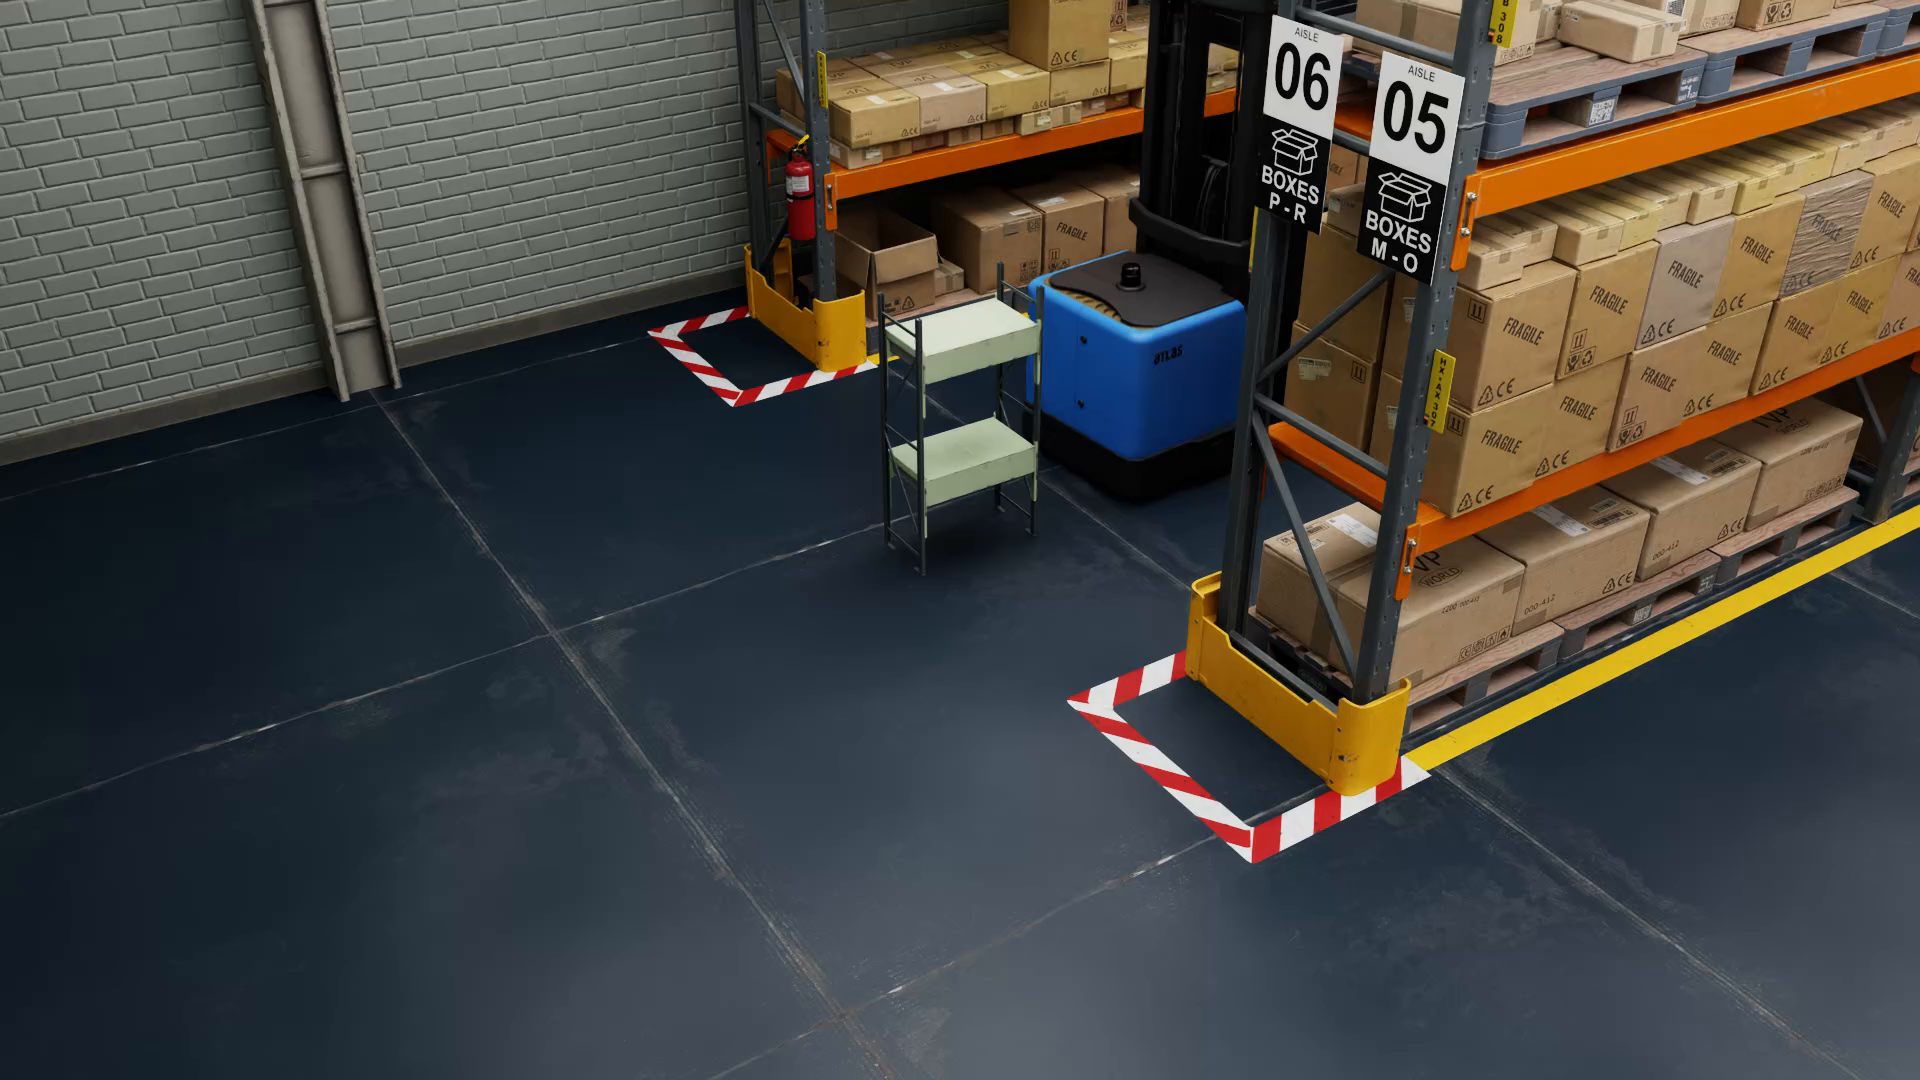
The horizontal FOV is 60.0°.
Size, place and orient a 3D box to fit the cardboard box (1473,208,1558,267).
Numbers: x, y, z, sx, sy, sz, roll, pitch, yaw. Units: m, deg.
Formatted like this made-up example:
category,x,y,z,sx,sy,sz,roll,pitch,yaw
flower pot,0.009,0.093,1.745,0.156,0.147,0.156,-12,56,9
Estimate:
category,x,y,z,sx,sy,sz,roll,pitch,yaw
cardboard box,2.197,-1.253,6.786,0.250,0.149,0.380,-18,36,-26

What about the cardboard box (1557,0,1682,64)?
category,x,y,z,sx,sy,sz,roll,pitch,yaw
cardboard box,2.606,-2.021,6.579,0.250,0.149,0.380,-18,36,-26

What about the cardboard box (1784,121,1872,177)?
category,x,y,z,sx,sy,sz,roll,pitch,yaw
cardboard box,3.953,-1.826,7.695,0.250,0.149,0.380,-19,37,-28

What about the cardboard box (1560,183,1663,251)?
category,x,y,z,sx,sy,sz,roll,pitch,yaw
cardboard box,2.689,-1.361,6.957,0.250,0.149,0.380,-20,37,-29

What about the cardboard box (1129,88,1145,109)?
category,x,y,z,sx,sy,sz,roll,pitch,yaw
cardboard box,1.258,-3.175,11.708,0.250,0.149,0.380,-20,37,-28

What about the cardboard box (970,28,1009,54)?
category,x,y,z,sx,sy,sz,roll,pitch,yaw
cardboard box,0.410,-3.407,11.701,0.500,0.250,0.500,-19,37,-27

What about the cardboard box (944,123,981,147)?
category,x,y,z,sx,sy,sz,roll,pitch,yaw
cardboard box,-0.064,-2.749,11.032,0.250,0.149,0.380,-18,36,-26

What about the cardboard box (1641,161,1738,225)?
category,x,y,z,sx,sy,sz,roll,pitch,yaw
cardboard box,3.114,-1.514,7.199,0.250,0.149,0.380,-19,37,-27

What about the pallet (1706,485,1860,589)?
category,x,y,z,sx,sy,sz,roll,pitch,yaw
pallet,4.248,-0.219,9.400,1.213,0.211,1.003,-19,37,-27

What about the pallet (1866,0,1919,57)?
category,x,y,z,sx,sy,sz,roll,pitch,yaw
pallet,4.236,-2.583,7.805,1.213,0.211,1.003,-19,37,-27

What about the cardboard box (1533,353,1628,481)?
category,x,y,z,sx,sy,sz,roll,pitch,yaw
cardboard box,2.536,-0.638,7.356,0.500,0.500,0.500,-20,37,-28

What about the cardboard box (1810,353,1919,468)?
category,x,y,z,sx,sy,sz,roll,pitch,yaw
cardboard box,5.407,-1.077,9.744,0.875,0.875,0.875,-18,36,-26

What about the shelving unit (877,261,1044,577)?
category,x,y,z,sx,sy,sz,roll,pitch,yaw
shelving unit,0.006,-0.636,8.853,0.755,1.500,0.431,-19,37,-27

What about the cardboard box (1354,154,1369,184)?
category,x,y,z,sx,sy,sz,roll,pitch,yaw
cardboard box,3.207,-3.126,13.343,0.500,0.500,0.500,-19,37,-28

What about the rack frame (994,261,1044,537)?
category,x,y,z,sx,sy,sz,roll,pitch,yaw
rack frame,0.313,-0.742,9.021,0.023,1.500,0.400,-19,37,-27

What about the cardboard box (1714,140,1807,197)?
category,x,y,z,sx,sy,sz,roll,pitch,yaw
cardboard box,3.536,-1.672,7.451,0.250,0.149,0.380,-19,37,-27

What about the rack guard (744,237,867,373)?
category,x,y,z,sx,sy,sz,roll,pitch,yaw
rack guard,-1.062,-1.617,11.344,0.348,0.500,1.175,-19,37,-27

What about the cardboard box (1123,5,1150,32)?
category,x,y,z,sx,sy,sz,roll,pitch,yaw
cardboard box,1.256,-3.700,12.166,0.500,0.250,0.500,-19,37,-28

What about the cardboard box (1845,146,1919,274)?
category,x,y,z,sx,sy,sz,roll,pitch,yaw
cardboard box,4.251,-1.645,8.016,0.500,0.500,0.500,-20,37,-28

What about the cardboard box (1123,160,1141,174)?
category,x,y,z,sx,sy,sz,roll,pitch,yaw
cardboard box,1.553,-2.764,12.946,0.500,0.311,0.500,-18,36,-26

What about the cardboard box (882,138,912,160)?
category,x,y,z,sx,sy,sz,roll,pitch,yaw
cardboard box,-0.512,-2.612,10.815,0.250,0.149,0.380,-18,36,-26

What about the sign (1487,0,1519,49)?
category,x,y,z,sx,sy,sz,roll,pitch,yaw
sign,1.863,-1.848,5.664,0.005,0.325,0.100,-19,37,-27

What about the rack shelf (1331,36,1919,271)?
category,x,y,z,sx,sy,sz,roll,pitch,yaw
rack shelf,3.248,-1.970,7.424,4.000,0.370,1.077,-19,37,-27

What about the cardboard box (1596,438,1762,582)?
category,x,y,z,sx,sy,sz,roll,pitch,yaw
cardboard box,3.591,-0.285,8.898,0.875,0.438,0.875,-20,37,-29

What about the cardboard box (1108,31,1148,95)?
category,x,y,z,sx,sy,sz,roll,pitch,yaw
cardboard box,1.101,-3.324,11.570,0.500,0.250,0.500,-19,37,-28

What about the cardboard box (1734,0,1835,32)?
category,x,y,z,sx,sy,sz,roll,pitch,yaw
cardboard box,3.343,-2.474,6.967,0.500,0.500,0.500,-18,37,-26

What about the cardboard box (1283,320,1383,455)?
category,x,y,z,sx,sy,sz,roll,pitch,yaw
cardboard box,1.829,-0.728,7.498,0.500,0.500,0.500,-19,37,-27

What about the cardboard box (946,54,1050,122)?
category,x,y,z,sx,sy,sz,roll,pitch,yaw
cardboard box,0.250,-3.019,11.085,0.500,0.250,0.500,-20,37,-28

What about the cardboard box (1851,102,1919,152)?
category,x,y,z,sx,sy,sz,roll,pitch,yaw
cardboard box,4.347,-1.996,7.964,0.250,0.149,0.380,-19,37,-27

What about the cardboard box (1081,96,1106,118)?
category,x,y,z,sx,sy,sz,roll,pitch,yaw
cardboard box,0.799,-3.058,11.522,0.250,0.149,0.380,-19,37,-27

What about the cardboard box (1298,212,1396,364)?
category,x,y,z,sx,sy,sz,roll,pitch,yaw
cardboard box,1.843,-1.138,7.212,0.500,0.500,0.500,-18,36,-26

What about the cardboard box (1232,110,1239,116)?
category,x,y,z,sx,sy,sz,roll,pitch,yaw
cardboard box,2.390,-3.439,13.231,0.250,0.149,0.380,-21,38,-29

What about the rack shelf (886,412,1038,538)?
category,x,y,z,sx,sy,sz,roll,pitch,yaw
rack shelf,0.006,-0.361,9.027,0.720,0.370,0.431,-19,37,-27

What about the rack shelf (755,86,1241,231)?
category,x,y,z,sx,sy,sz,roll,pitch,yaw
rack shelf,0.556,-2.926,11.751,4.000,0.370,1.077,-19,37,-27

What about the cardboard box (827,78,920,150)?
category,x,y,z,sx,sy,sz,roll,pitch,yaw
cardboard box,-0.598,-2.725,10.620,0.500,0.250,0.500,-19,37,-27

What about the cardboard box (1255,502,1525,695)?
category,x,y,z,sx,sy,sz,roll,pitch,yaw
cardboard box,2.068,0.243,8.061,0.875,0.438,0.875,-20,38,-29

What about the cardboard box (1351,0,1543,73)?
category,x,y,z,sx,sy,sz,roll,pitch,yaw
cardboard box,1.897,-2.023,6.487,0.500,0.250,0.500,-23,39,-31

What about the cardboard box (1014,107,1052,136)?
category,x,y,z,sx,sy,sz,roll,pitch,yaw
cardboard box,0.409,-2.868,11.220,0.250,0.149,0.380,-20,37,-29

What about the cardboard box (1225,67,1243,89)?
category,x,y,z,sx,sy,sz,roll,pitch,yaw
cardboard box,1.898,-3.412,12.082,0.250,0.149,0.380,-18,36,-26

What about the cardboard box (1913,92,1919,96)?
category,x,y,z,sx,sy,sz,roll,pitch,yaw
cardboard box,4.843,-2.091,8.115,0.250,0.149,0.380,-20,37,-28

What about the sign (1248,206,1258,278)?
category,x,y,z,sx,sy,sz,roll,pitch,yaw
sign,1.285,-1.264,7.136,0.005,0.325,0.100,-19,37,-27

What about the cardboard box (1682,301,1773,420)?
category,x,y,z,sx,sy,sz,roll,pitch,yaw
cardboard box,3.385,-0.929,7.818,0.500,0.500,0.500,-18,36,-26

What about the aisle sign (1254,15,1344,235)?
category,x,y,z,sx,sy,sz,roll,pitch,yaw
aisle sign,1.339,-1.645,6.609,0.004,0.787,0.394,-19,37,-27

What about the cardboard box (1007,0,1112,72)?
category,x,y,z,sx,sy,sz,roll,pitch,yaw
cardboard box,0.663,-3.476,11.107,0.500,0.500,0.500,-18,36,-26

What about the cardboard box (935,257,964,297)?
category,x,y,z,sx,sy,sz,roll,pitch,yaw
cardboard box,-0.182,-1.863,11.671,0.250,0.149,0.380,-21,38,-29

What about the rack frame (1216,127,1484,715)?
category,x,y,z,sx,sy,sz,roll,pitch,yaw
rack frame,1.567,-0.427,7.116,0.127,3.000,1.000,-19,37,-27

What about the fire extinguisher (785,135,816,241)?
category,x,y,z,sx,sy,sz,roll,pitch,yaw
fire extinguisher,-0.999,-2.212,10.367,0.183,0.674,0.296,-19,37,-27

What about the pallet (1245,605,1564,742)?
category,x,y,z,sx,sy,sz,roll,pitch,yaw
pallet,2.197,0.486,8.282,1.213,0.211,1.003,-19,37,-27

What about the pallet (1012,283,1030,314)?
category,x,y,z,sx,sy,sz,roll,pitch,yaw
pallet,0.632,-2.076,12.343,1.213,0.211,1.003,-19,37,-27

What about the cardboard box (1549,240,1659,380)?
category,x,y,z,sx,sy,sz,roll,pitch,yaw
cardboard box,2.555,-1.056,7.081,0.500,0.500,0.500,-20,37,-29

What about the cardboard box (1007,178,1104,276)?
category,x,y,z,sx,sy,sz,roll,pitch,yaw
cardboard box,0.678,-2.244,11.946,0.500,0.500,0.500,-18,37,-26

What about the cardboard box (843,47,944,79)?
category,x,y,z,sx,sy,sz,roll,pitch,yaw
cardboard box,-0.448,-3.115,11.238,0.500,0.250,0.500,-19,37,-27

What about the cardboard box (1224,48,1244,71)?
category,x,y,z,sx,sy,sz,roll,pitch,yaw
cardboard box,1.941,-3.614,12.029,0.500,0.250,0.500,-18,36,-26

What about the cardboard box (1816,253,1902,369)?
category,x,y,z,sx,sy,sz,roll,pitch,yaw
cardboard box,4.248,-1.226,8.288,0.500,0.500,0.500,-20,37,-28

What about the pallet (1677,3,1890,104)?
category,x,y,z,sx,sy,sz,roll,pitch,yaw
pallet,3.211,-2.232,7.249,1.213,0.211,1.003,-19,37,-27

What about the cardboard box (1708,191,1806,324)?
category,x,y,z,sx,sy,sz,roll,pitch,yaw
cardboard box,3.403,-1.353,7.552,0.500,0.500,0.500,-19,37,-27

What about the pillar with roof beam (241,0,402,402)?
category,x,y,z,sx,sy,sz,roll,pitch,yaw
pillar with roof beam,-1.547,-2.884,5.387,0.400,9.000,9.100,-19,37,-27

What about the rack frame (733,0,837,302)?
category,x,y,z,sx,sy,sz,roll,pitch,yaw
rack frame,-1.125,-2.652,10.643,0.127,3.000,1.000,-19,37,-27

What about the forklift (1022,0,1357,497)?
category,x,y,z,sx,sy,sz,roll,pitch,yaw
forklift,1.861,-2.111,9.850,3.031,2.935,1.130,-22,38,-31
